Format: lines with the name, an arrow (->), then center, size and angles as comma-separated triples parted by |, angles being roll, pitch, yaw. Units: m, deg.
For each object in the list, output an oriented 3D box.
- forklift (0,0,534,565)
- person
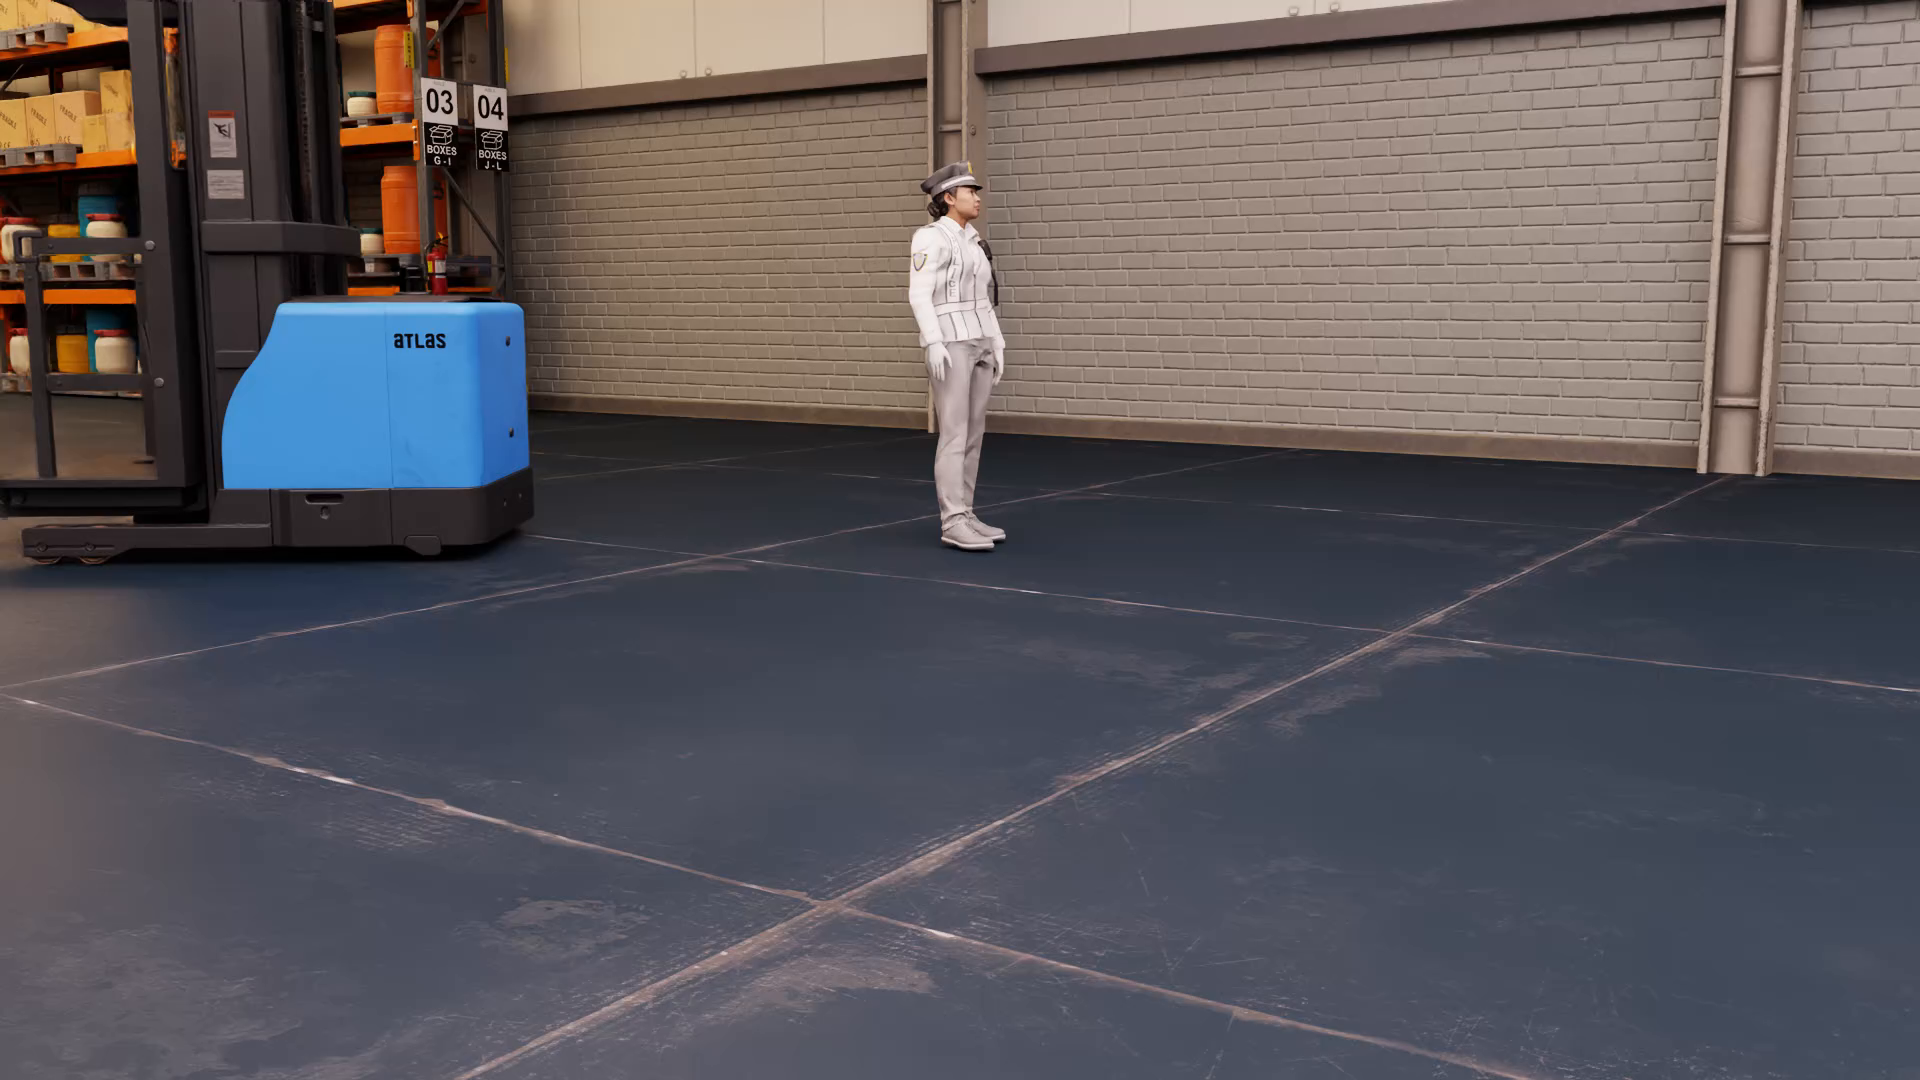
forklift -> -3.515, -1.424, 7.204 | 3.031, 2.935, 1.130 | 0, 8, -2
person -> 0.052, -0.840, 7.441 | 0.533, 1.696, 0.588 | 5, 10, 34
